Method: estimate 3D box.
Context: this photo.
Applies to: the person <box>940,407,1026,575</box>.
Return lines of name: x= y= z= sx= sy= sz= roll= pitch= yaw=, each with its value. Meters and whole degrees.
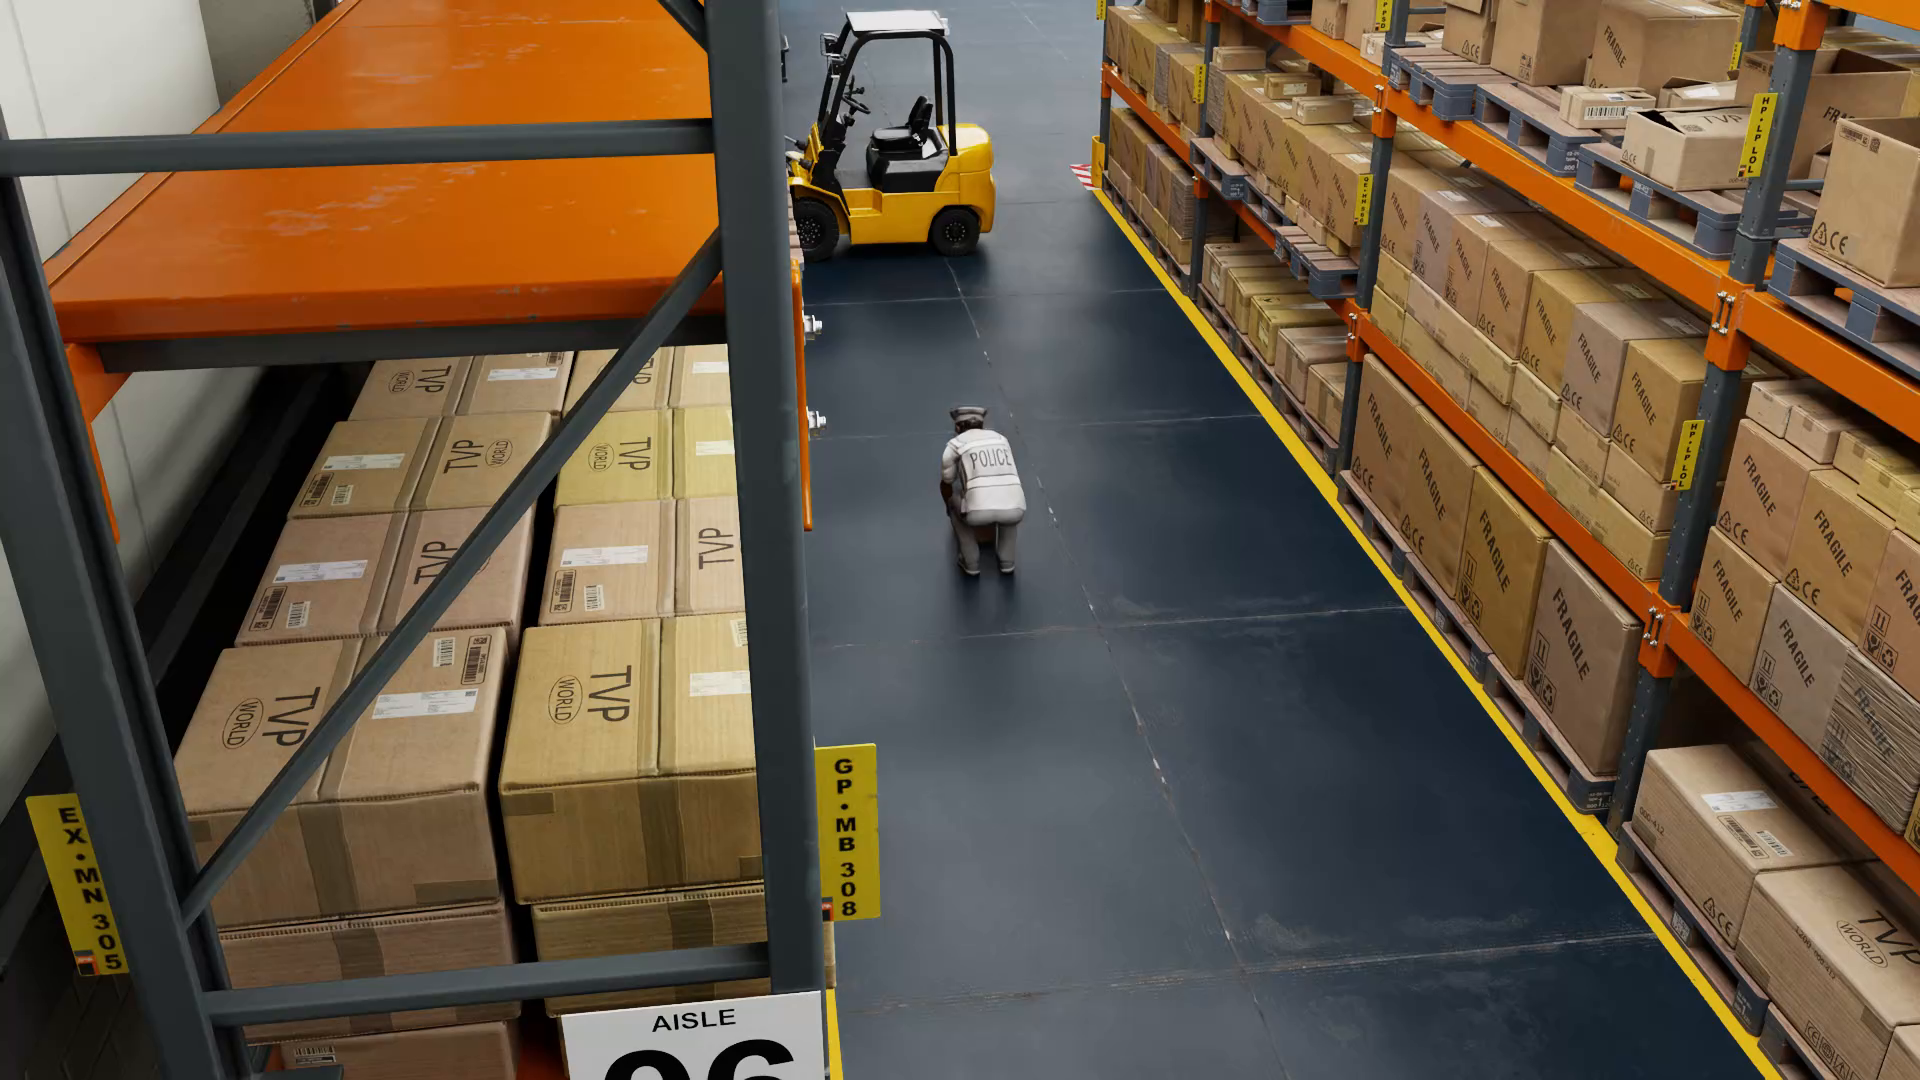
person: x=0.135 y=-0.296 z=10.429 sx=0.478 sy=0.967 sz=0.857 roll=-4 pitch=28 yaw=-7
